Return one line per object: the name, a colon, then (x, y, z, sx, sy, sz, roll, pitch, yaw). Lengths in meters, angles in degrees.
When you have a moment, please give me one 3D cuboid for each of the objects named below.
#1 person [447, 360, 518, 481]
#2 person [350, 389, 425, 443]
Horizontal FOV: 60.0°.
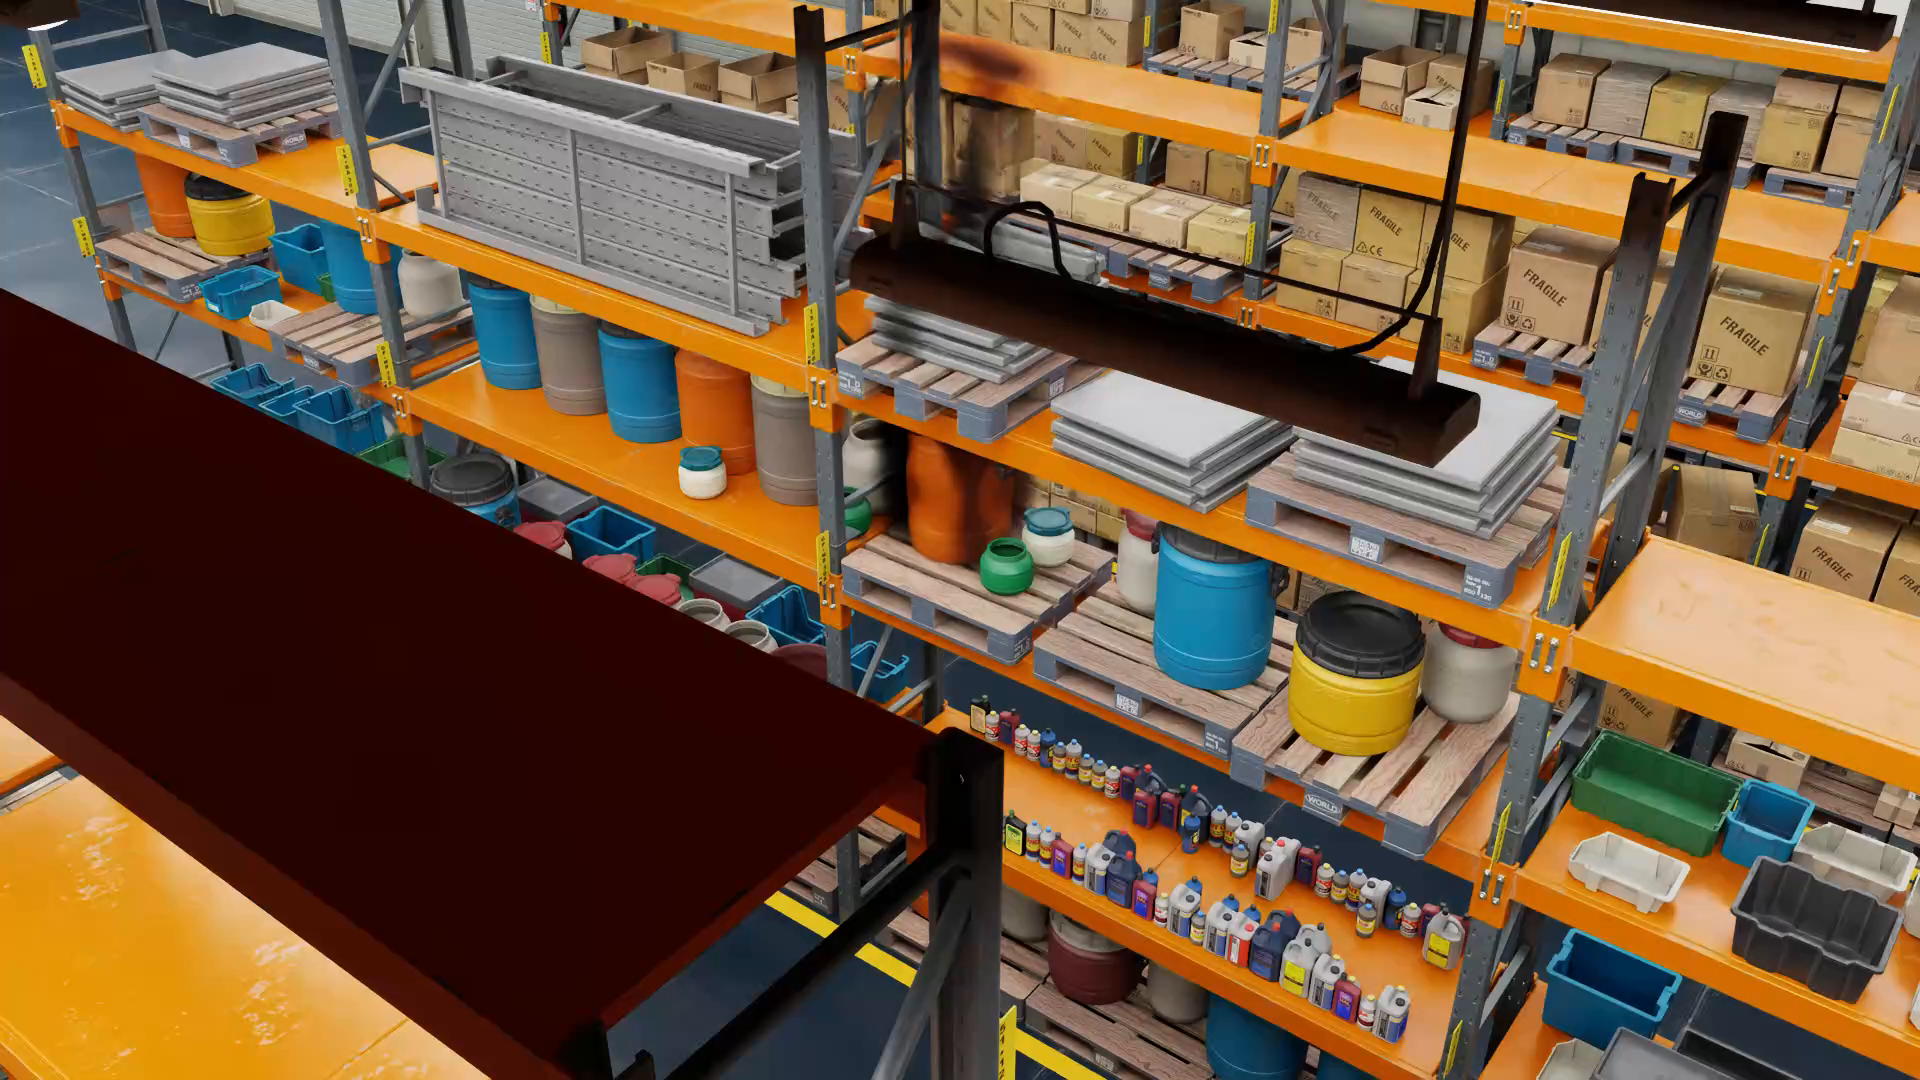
person: (-4.389, -1.032, 15.321, 1.097, 1.753, 0.700, 15, 34, 23)
person: (-5.698, -1.508, 16.129, 0.789, 1.744, 0.736, 18, 36, 27)
